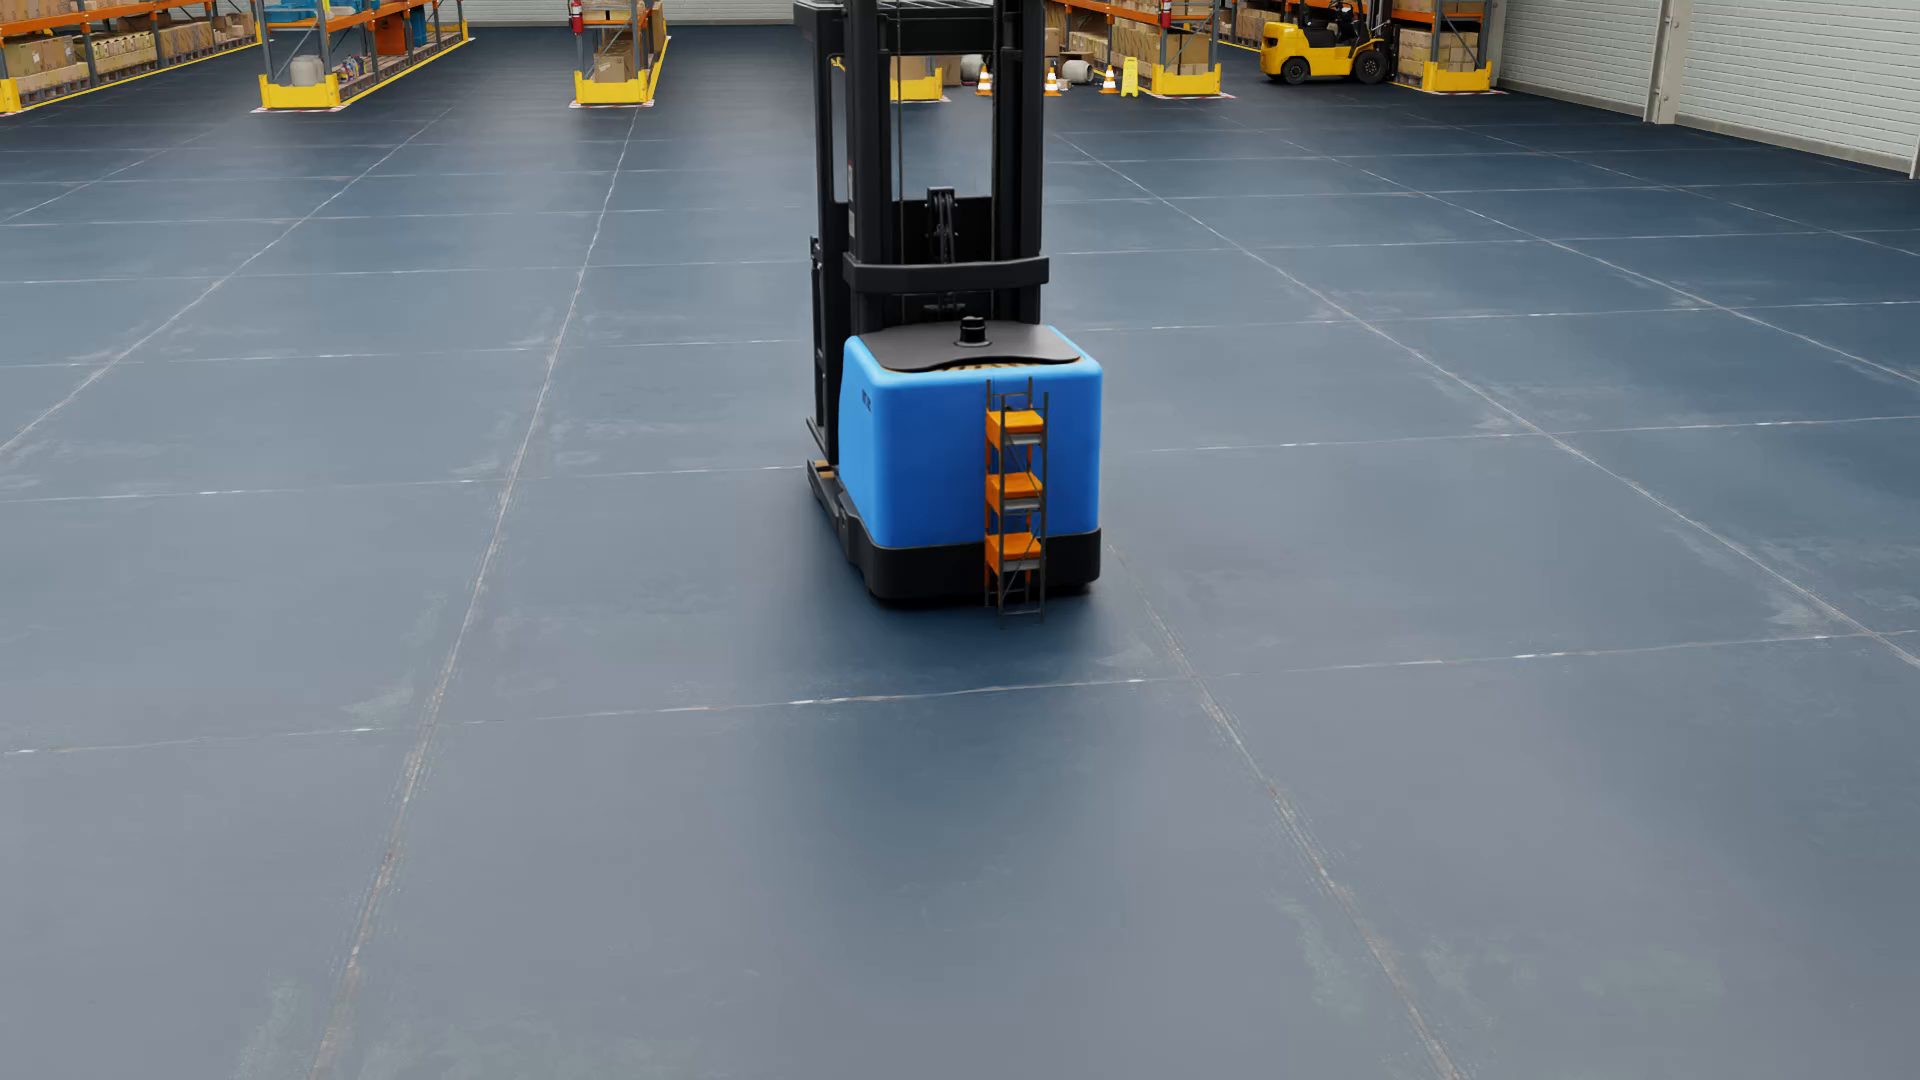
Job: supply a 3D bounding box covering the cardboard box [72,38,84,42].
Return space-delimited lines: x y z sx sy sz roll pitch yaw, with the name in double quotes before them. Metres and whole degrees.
"cardboard box" -16.699 -9.280 31.305 0.500 0.311 0.500 -3 21 -8

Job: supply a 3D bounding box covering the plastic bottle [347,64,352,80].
"plastic bottle" -10.744 -8.219 29.205 0.097 0.271 0.097 0 20 0

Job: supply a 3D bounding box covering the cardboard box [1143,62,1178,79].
"cardboard box" 3.594 -8.427 29.821 0.500 0.250 0.500 -3 21 -8

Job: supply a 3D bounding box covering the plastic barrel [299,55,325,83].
"plastic barrel" -10.970 -7.923 28.098 0.421 0.512 0.421 0 20 0

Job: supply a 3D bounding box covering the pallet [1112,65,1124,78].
"pallet" 3.535 -9.092 32.257 1.003 0.211 1.213 -3 21 -8

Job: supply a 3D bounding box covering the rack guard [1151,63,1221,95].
"rack guard" 3.969 -8.099 29.186 1.175 0.500 0.348 -3 21 -8

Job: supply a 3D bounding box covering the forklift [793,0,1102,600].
"forklift" -0.198 -1.592 8.290 1.130 2.935 3.031 -5 21 -12

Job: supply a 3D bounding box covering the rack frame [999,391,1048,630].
"rack frame" 0.265 -0.113 7.018 0.200 1.050 0.008 -5 21 -12

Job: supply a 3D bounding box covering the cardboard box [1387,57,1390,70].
"cardboard box" 8.289 -9.076 31.559 0.500 0.250 0.500 -2 21 -6

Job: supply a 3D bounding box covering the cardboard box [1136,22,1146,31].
"cardboard box" 3.418 -9.374 30.358 0.380 0.149 0.250 -2 21 -5

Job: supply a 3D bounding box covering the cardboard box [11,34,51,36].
"cardboard box" -16.449 -8.714 29.518 0.500 0.500 0.500 -3 21 -8

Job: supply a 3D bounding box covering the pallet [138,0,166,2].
"pallet" -16.950 -11.157 34.075 1.213 0.211 1.003 -3 21 -8

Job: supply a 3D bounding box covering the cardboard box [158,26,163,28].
"cardboard box" -17.306 -10.723 35.583 0.500 0.500 0.500 -4 21 -10

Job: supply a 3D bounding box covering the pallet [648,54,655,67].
"pallet" -6.868 -9.937 34.520 1.003 0.211 1.213 -3 21 -8

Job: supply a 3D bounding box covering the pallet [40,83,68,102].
"pallet" -15.954 -7.624 28.326 1.003 0.211 1.213 -3 21 -8

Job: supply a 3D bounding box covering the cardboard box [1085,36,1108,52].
"cardboard box" 3.117 -10.265 34.569 0.950 0.372 0.625 -2 21 -6

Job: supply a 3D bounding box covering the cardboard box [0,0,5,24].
"cardboard box" -15.684 -8.455 26.423 0.700 0.500 0.500 -3 21 -8

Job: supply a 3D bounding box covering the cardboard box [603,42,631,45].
"cardboard box" -6.385 -9.014 31.036 0.500 0.500 0.500 -4 21 -9

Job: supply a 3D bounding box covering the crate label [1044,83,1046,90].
"crate label" 1.418 -8.082 29.659 0.250 0.136 0.298 -15 25 -35

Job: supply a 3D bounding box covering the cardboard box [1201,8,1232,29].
"cardboard box" 6.664 -13.546 43.171 0.700 0.500 0.500 -2 21 -6

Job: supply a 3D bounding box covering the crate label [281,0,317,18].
"crate label" -11.261 -9.134 28.335 0.502 0.435 0.616 -3 21 -8

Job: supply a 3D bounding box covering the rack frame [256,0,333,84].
"rack frame" -10.728 -8.494 26.672 1.000 3.000 0.127 -3 21 -8

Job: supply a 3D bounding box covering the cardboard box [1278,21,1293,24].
"cardboard box" 7.465 -11.427 37.495 0.500 0.500 0.500 -2 21 -6

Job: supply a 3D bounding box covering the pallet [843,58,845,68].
"pallet" -1.845 -9.724 33.951 1.003 0.211 1.213 -3 21 -8

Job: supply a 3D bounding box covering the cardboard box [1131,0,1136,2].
"cardboard box" 3.439 -10.127 30.476 0.500 0.500 0.500 -3 21 -7

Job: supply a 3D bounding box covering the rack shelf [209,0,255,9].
"rack shelf" -17.648 -12.756 39.110 1.077 0.370 4.000 -3 21 -8

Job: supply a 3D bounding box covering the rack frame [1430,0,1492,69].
"rack frame" 8.891 -9.495 29.352 1.000 3.000 0.127 -3 21 -8

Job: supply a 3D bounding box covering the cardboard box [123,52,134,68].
"cardboard box" -16.241 -9.224 31.955 0.500 0.250 0.500 -3 21 -7

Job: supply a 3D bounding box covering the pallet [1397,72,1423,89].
"pallet" 8.740 -8.452 30.543 1.003 0.211 1.213 -3 21 -8

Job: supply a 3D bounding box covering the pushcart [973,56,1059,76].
"pushcart" 1.155 -9.268 32.491 1.648 0.377 0.936 -11 23 -26

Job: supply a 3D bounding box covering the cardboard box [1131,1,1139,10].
"cardboard box" 3.371 -9.857 30.678 0.380 0.149 0.250 -3 21 -8

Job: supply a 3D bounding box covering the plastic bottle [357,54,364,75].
"plastic bottle" -10.926 -8.636 30.208 0.144 0.351 0.185 -3 21 -9

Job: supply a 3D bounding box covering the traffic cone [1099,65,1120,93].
"traffic cone" 2.642 -8.139 29.347 0.336 0.463 0.334 -3 21 -8

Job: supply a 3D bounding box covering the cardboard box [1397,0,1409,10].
"cardboard box" 8.421 -10.057 30.713 0.500 0.500 0.500 -3 21 -9

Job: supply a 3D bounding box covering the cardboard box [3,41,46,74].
"cardboard box" -15.646 -8.048 27.735 0.500 0.500 0.500 -3 21 -8

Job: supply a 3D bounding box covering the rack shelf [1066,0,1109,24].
"rack shelf" 3.115 -10.984 34.367 1.077 0.370 4.000 -3 21 -8

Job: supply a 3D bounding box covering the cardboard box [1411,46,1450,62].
"cardboard box" 8.512 -8.791 30.081 0.500 0.250 0.500 -3 21 -8

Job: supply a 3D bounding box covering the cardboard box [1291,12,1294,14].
"cardboard box" 7.812 -12.153 38.514 0.380 0.149 0.250 -3 21 -9

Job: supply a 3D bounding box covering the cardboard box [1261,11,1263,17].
"cardboard box" 7.268 -12.301 38.910 0.380 0.149 0.250 -3 21 -8

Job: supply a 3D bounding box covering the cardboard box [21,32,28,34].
"cardboard box" -22.565 -12.149 39.430 0.700 0.500 0.500 -3 21 -8

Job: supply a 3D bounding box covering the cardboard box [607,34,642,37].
"cardboard box" -6.601 -9.737 32.944 0.700 0.500 0.500 -5 21 -12

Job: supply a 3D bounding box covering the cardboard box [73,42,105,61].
"cardboard box" -16.019 -8.958 30.440 0.500 0.311 0.500 -3 21 -8

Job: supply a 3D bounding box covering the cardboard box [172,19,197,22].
"cardboard box" -17.722 -11.618 37.980 0.500 0.500 0.500 -3 21 -8

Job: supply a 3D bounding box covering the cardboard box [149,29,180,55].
"cardboard box" -16.647 -10.404 34.728 0.500 0.500 0.500 -4 21 -10

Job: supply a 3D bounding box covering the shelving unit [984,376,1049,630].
"shelving unit" 0.237 -0.155 7.129 0.215 1.050 0.252 -5 21 -12
